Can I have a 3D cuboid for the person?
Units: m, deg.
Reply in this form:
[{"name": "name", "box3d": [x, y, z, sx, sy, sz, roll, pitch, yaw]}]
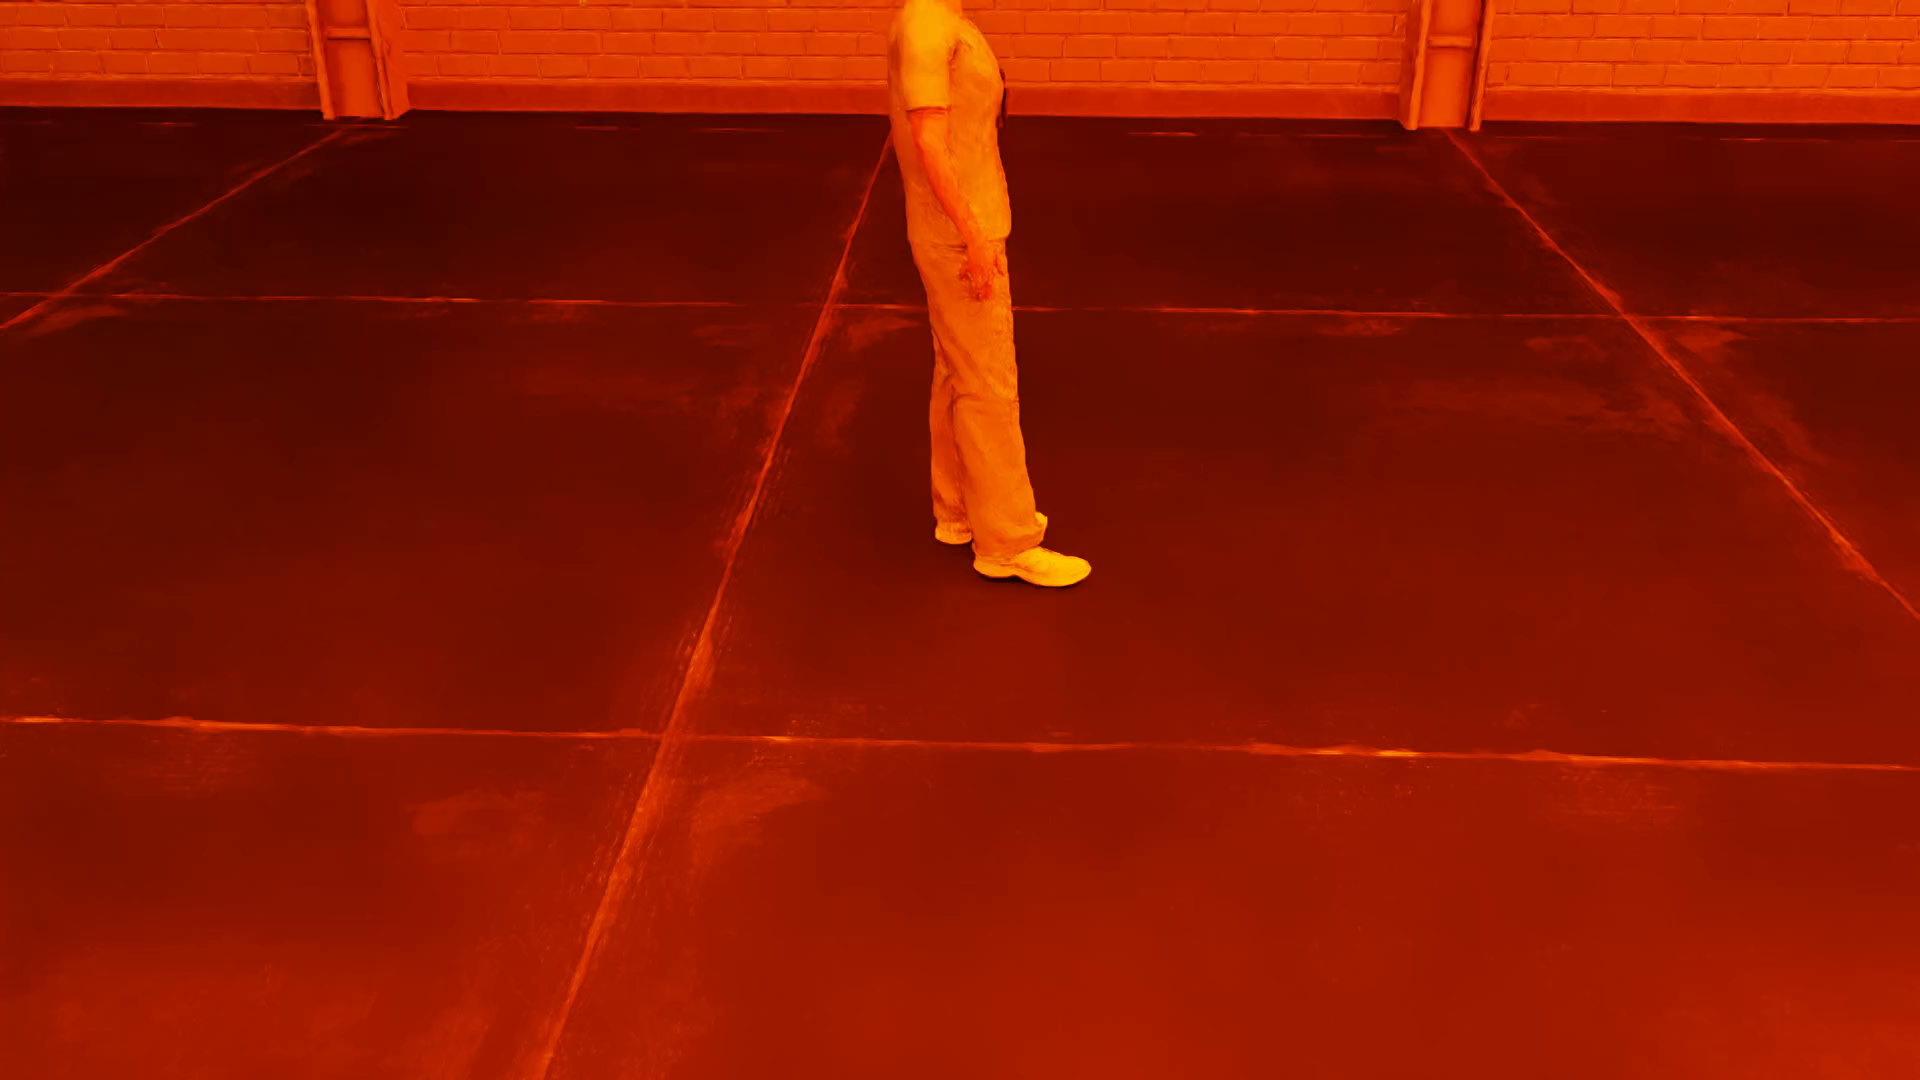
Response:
[{"name": "person", "box3d": [0.073, -0.750, 4.133, 0.548, 1.674, 0.550, 1, 26, 2]}]
